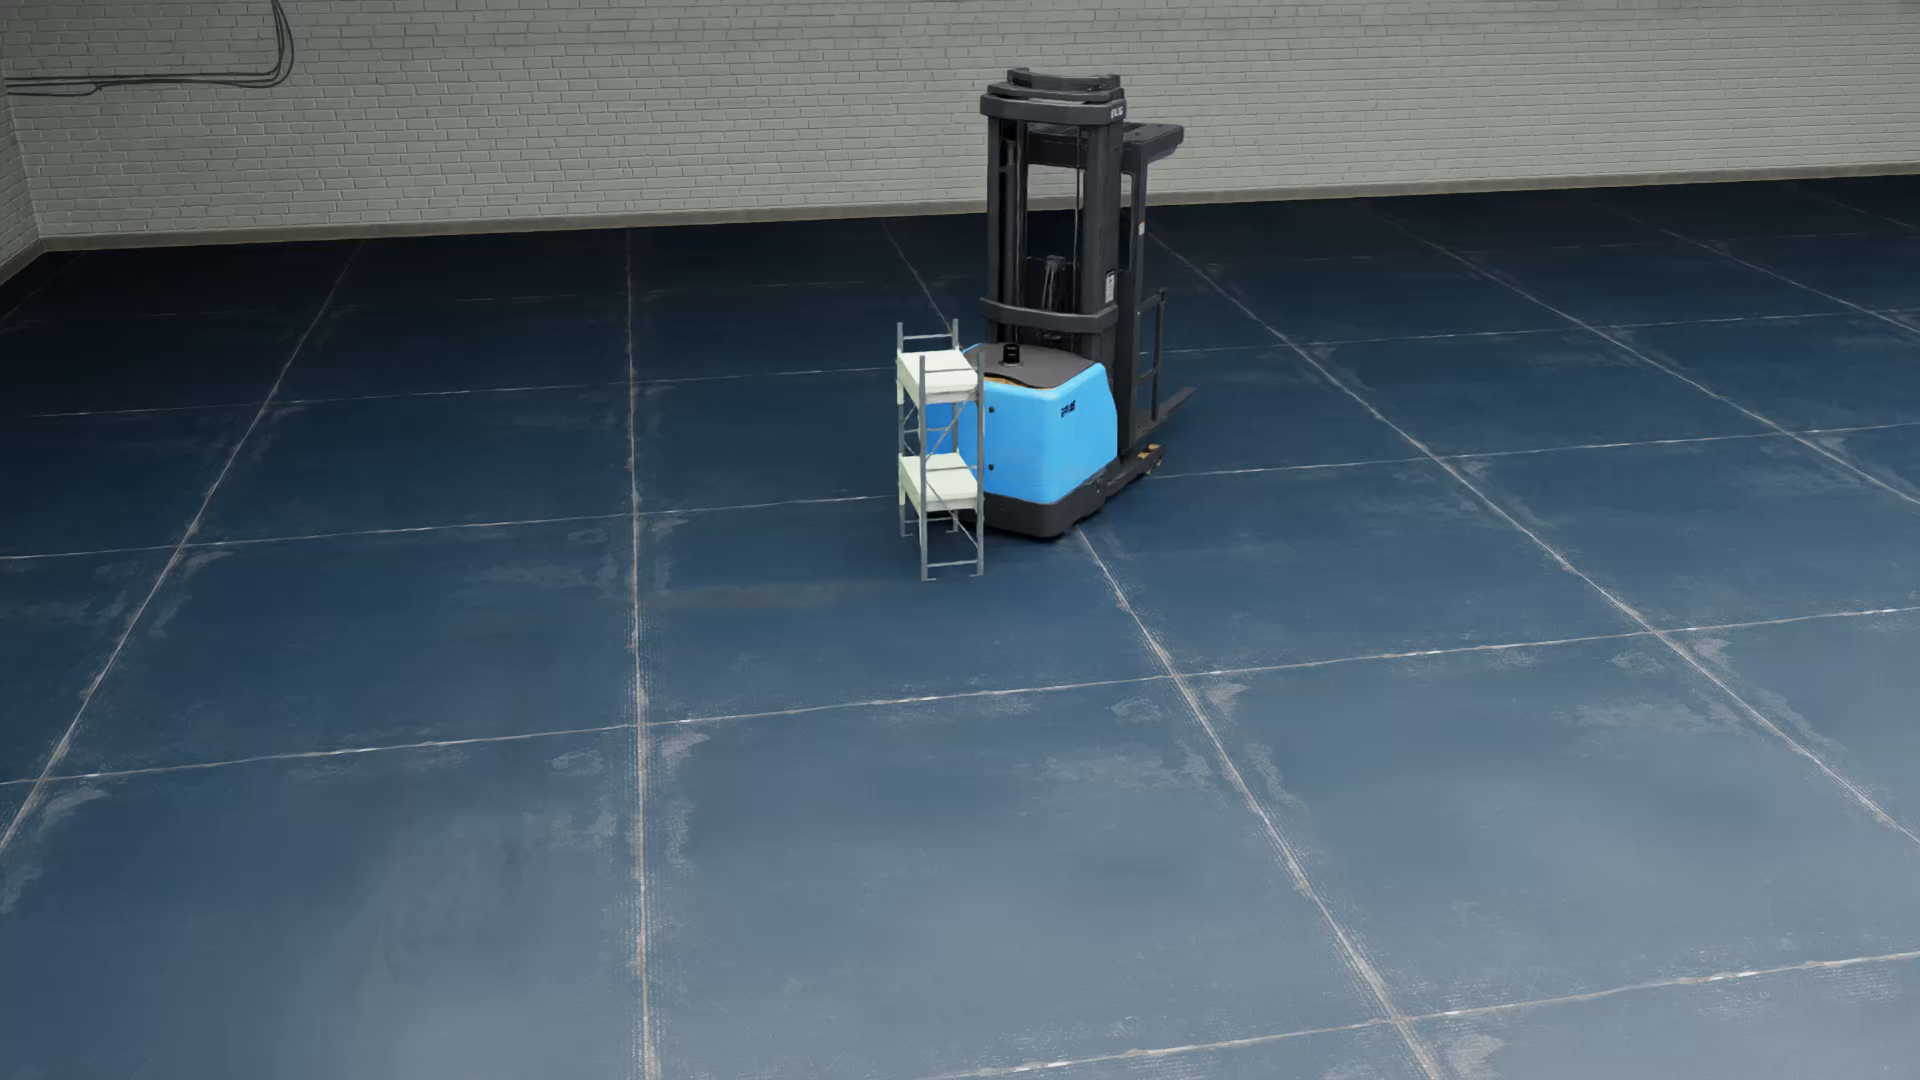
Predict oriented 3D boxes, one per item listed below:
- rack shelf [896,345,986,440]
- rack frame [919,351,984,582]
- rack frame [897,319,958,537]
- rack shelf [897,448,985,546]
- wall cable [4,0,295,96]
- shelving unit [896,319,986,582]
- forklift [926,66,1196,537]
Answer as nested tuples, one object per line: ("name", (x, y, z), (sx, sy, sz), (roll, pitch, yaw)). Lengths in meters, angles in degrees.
("rack shelf", (-0.131, -0.943, 10.559), (0.431, 0.370, 0.720), (-5, 24, -12))
("rack frame", (-0.050, -0.442, 10.388), (0.400, 1.500, 0.023), (-5, 24, -12))
("rack frame", (-0.211, -0.728, 11.043), (0.400, 1.500, 0.023), (-5, 24, -12))
("rack shelf", (-0.131, -0.286, 10.846), (0.431, 0.370, 0.720), (-5, 24, -12))
("wall cable", (-8.846, -6.032, 17.697), (3.097, 2.526, 0.112), (-4, 24, -10))
("shelving unit", (-0.131, -0.585, 10.715), (0.431, 1.500, 0.755), (-5, 24, -12))
("forklift", (0.891, -1.910, 11.961), (1.130, 2.935, 3.031), (13, 27, 26))
